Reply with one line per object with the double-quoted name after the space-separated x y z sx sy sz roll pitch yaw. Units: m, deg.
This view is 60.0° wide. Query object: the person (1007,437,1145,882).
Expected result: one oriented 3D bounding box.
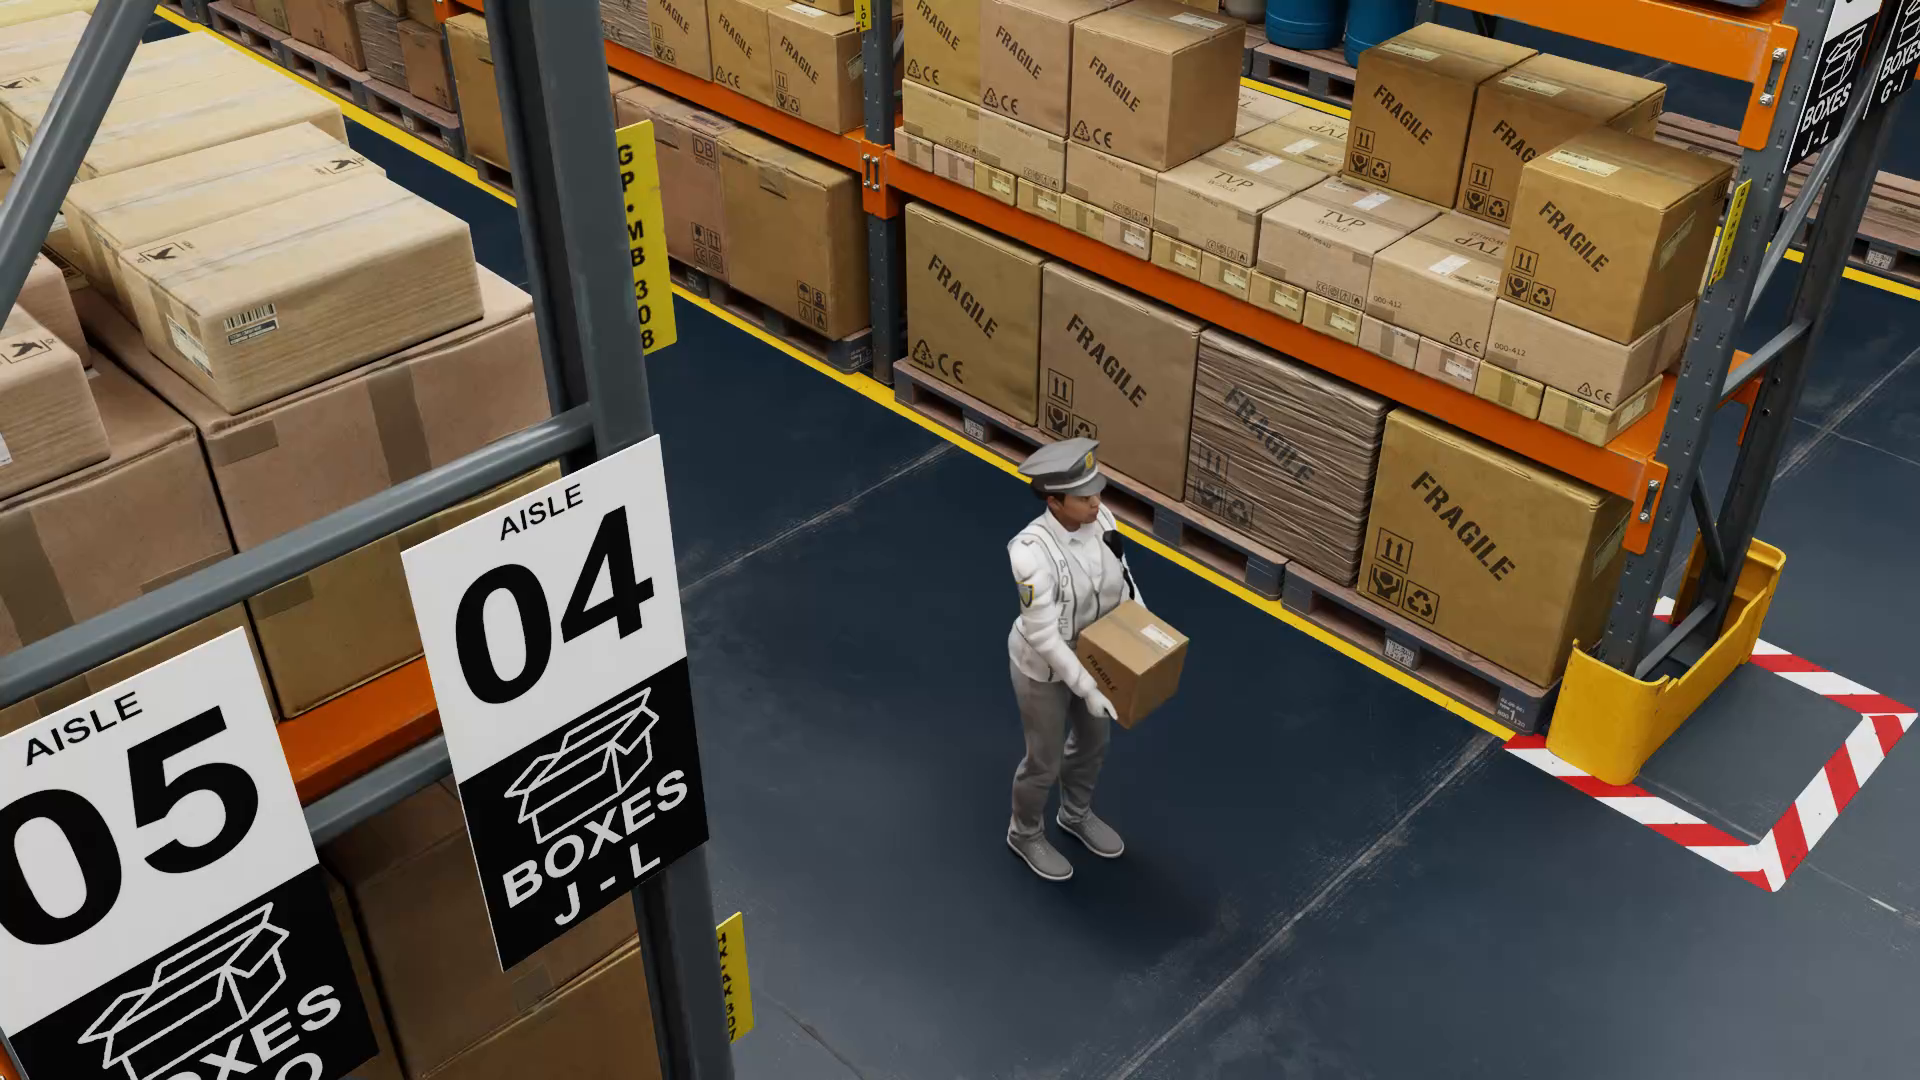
0.408 0.438 5.518 0.523 1.691 0.453 30 45 35 "person"
